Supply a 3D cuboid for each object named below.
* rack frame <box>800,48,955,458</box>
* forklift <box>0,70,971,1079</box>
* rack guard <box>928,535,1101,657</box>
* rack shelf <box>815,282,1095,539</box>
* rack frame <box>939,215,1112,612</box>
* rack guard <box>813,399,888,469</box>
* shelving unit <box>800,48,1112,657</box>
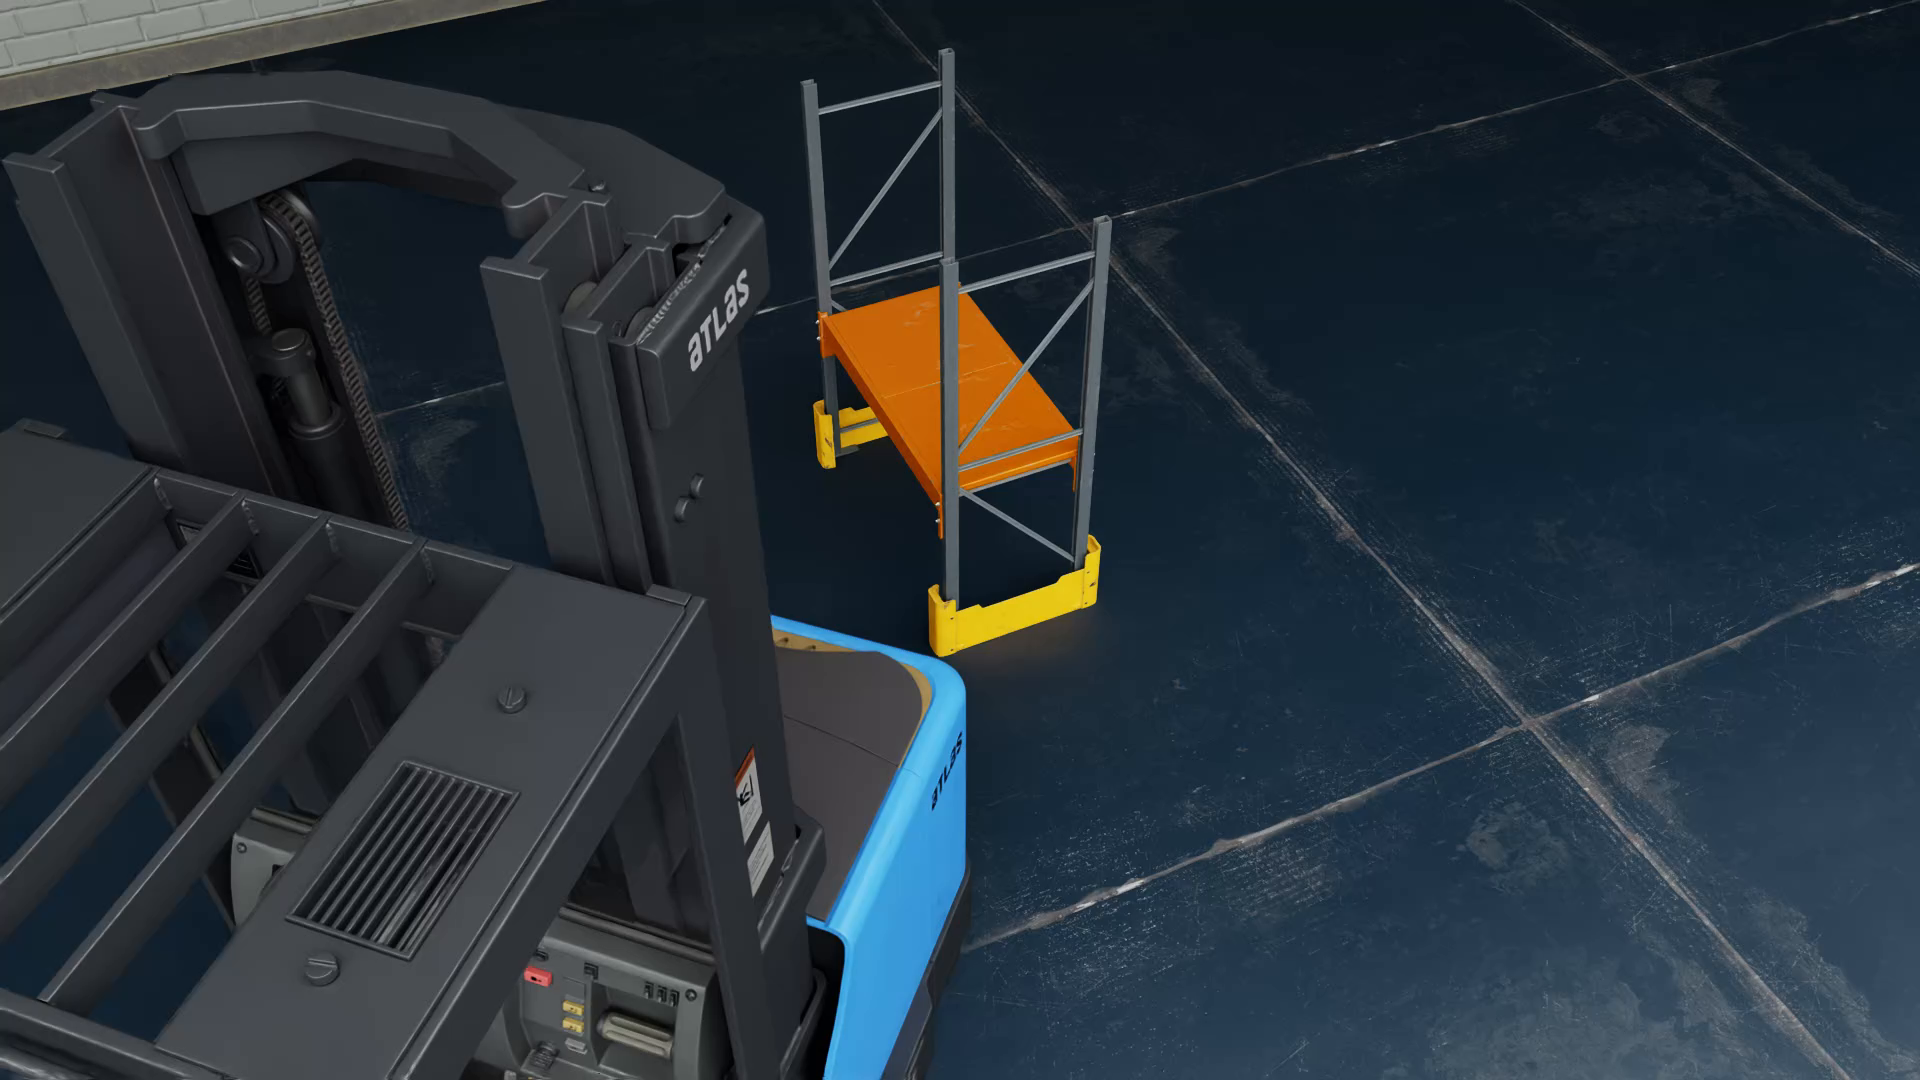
[{"bbox_3d":[-0.250,-0.912,5.607,0.500,1.500,0.032,-18,47,-17],"label":"rack frame"},{"bbox_3d":[-0.937,0.882,2.769,1.130,2.935,3.031,14,46,14],"label":"forklift"},{"bbox_3d":[0.177,0.180,5.390,0.587,0.250,0.087,-18,47,-17],"label":"rack guard"},{"bbox_3d":[-0.036,-0.460,5.405,0.538,0.185,1.000,-18,47,-17],"label":"rack shelf"},{"bbox_3d":[0.178,-0.264,4.950,0.500,1.500,0.032,-18,47,-17],"label":"rack frame"},{"bbox_3d":[-0.241,-0.455,6.033,0.587,0.250,0.087,-18,47,-17],"label":"rack guard"},{"bbox_3d":[-0.032,-0.582,5.272,0.587,1.500,1.083,-18,47,-17],"label":"shelving unit"}]
